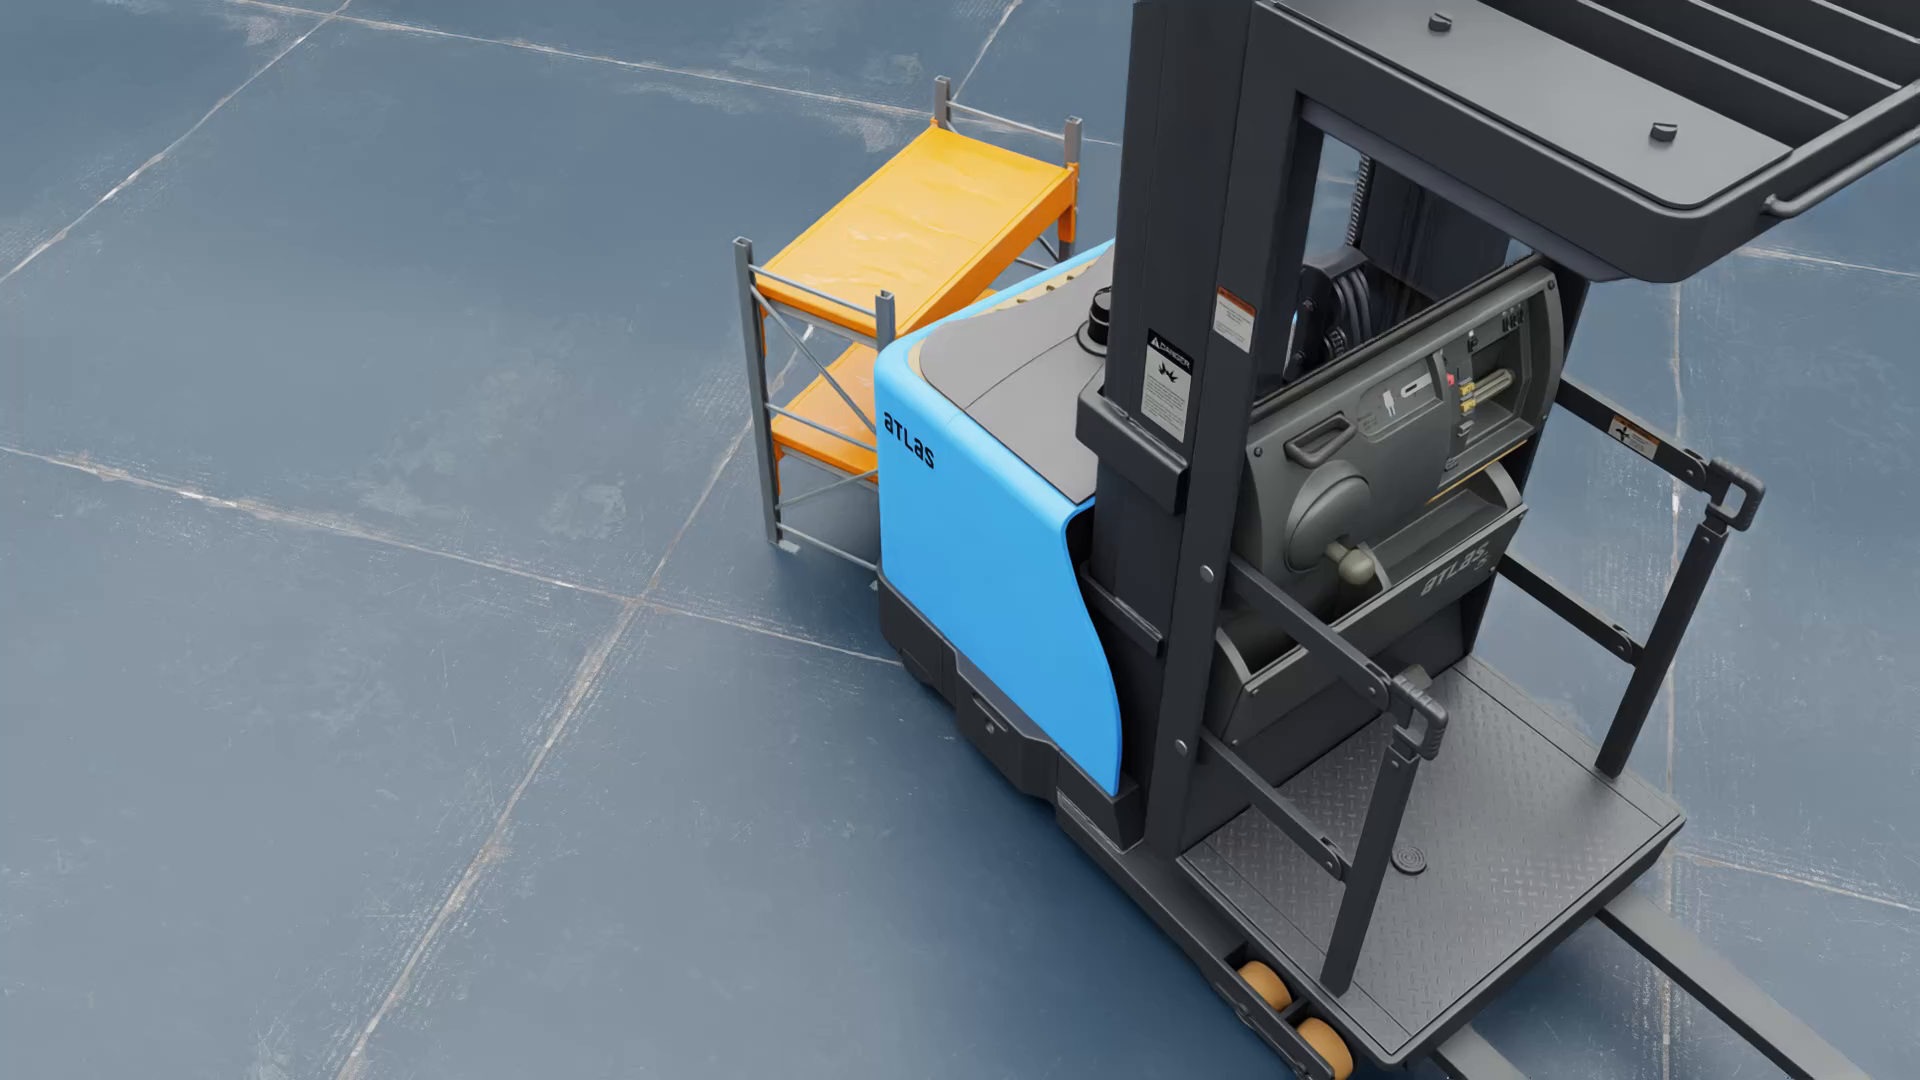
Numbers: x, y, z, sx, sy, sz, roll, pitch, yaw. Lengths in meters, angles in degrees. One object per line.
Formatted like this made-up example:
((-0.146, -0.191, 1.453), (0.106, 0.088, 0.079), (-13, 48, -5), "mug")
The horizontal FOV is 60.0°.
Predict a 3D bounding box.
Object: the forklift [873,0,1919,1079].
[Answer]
((1.063, -0.152, 3.310), (1.130, 2.935, 3.031), (-28, 51, -26), "forklift")

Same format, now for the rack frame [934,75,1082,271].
((0.141, -0.922, 5.388), (0.500, 1.125, 0.032), (23, 49, 22), "rack frame")

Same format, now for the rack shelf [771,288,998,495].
((-0.124, -0.444, 5.249), (0.538, 0.278, 1.000), (23, 49, 22), "rack shelf")

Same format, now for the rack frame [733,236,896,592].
((-0.389, -0.316, 4.769), (0.500, 1.125, 0.032), (23, 49, 22), "rack frame")

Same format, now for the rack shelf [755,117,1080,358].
((-0.124, -0.828, 4.874), (0.538, 0.278, 1.000), (23, 49, 22), "rack shelf")

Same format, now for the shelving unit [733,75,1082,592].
((-0.124, -0.619, 5.078), (0.538, 1.125, 1.048), (23, 49, 22), "shelving unit")
